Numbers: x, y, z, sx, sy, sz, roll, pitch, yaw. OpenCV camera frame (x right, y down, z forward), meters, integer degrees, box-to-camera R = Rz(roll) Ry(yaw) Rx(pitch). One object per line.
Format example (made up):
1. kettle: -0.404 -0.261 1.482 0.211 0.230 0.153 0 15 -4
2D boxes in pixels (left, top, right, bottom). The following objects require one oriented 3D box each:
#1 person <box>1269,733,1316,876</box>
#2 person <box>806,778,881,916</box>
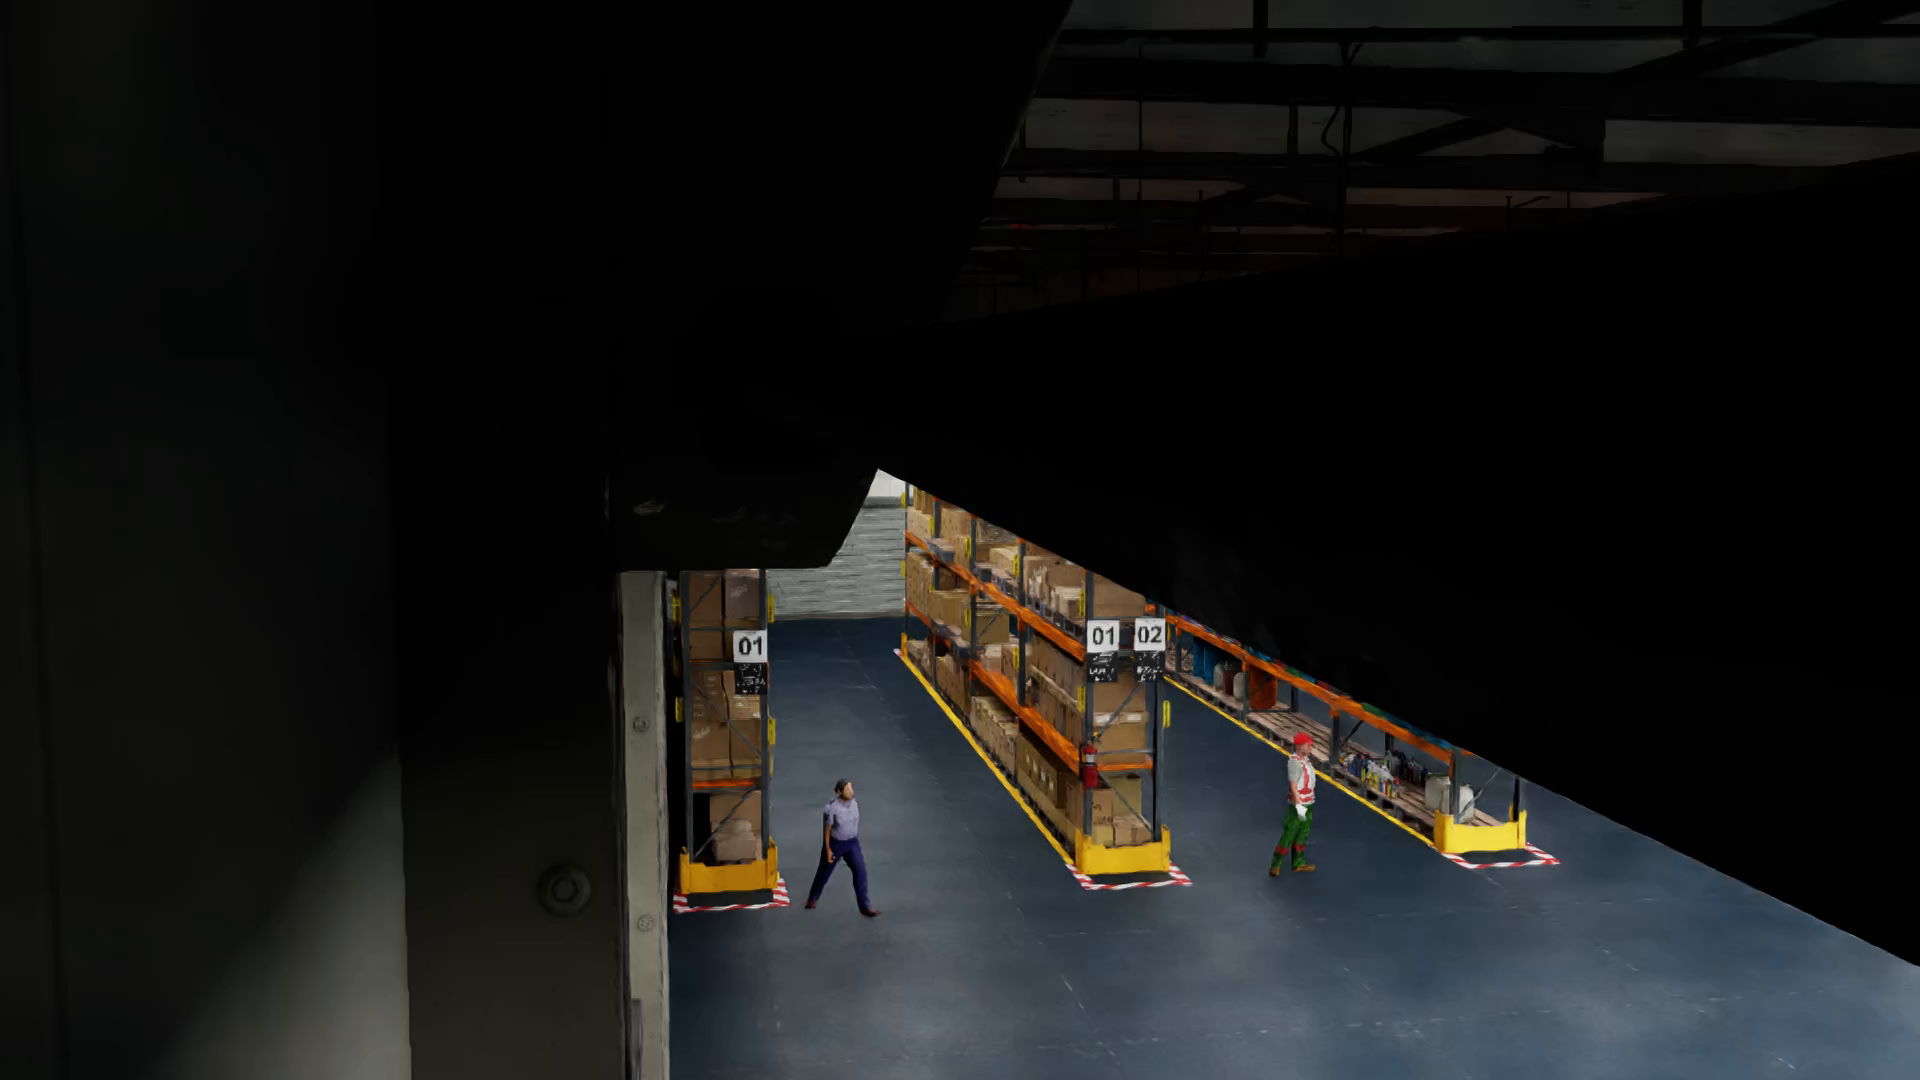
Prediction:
1. person: 4.169 3.297 20.762 0.487 1.787 0.705 4 7 32
2. person: -1.389 3.534 19.224 0.587 1.611 0.918 -4 7 -37
